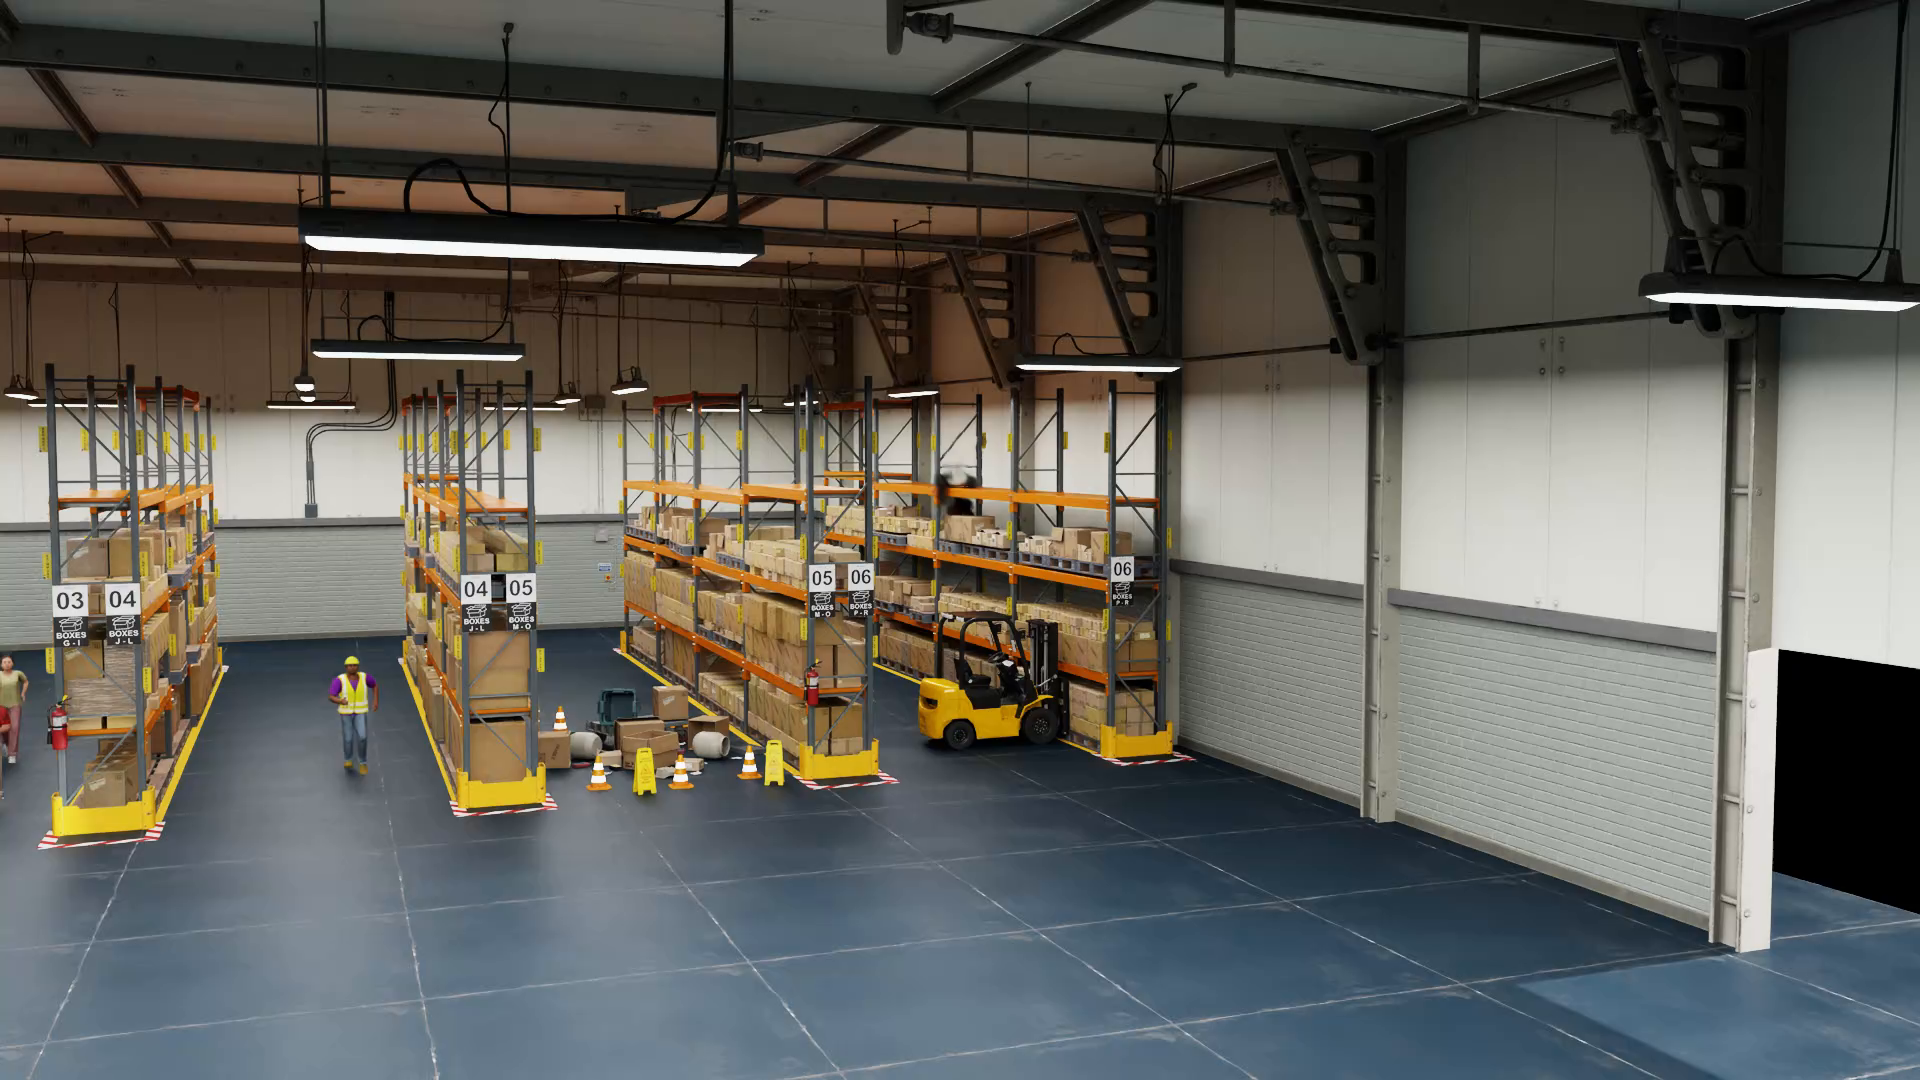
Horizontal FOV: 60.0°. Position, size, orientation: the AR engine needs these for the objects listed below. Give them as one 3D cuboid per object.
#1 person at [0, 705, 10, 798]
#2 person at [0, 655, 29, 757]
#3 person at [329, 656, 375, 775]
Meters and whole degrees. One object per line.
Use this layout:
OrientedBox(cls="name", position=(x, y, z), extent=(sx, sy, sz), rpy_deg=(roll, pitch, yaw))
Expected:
OrientedBox(cls="person", position=(-12.995, 2.955, 22.177), extent=(0.612, 1.567, 0.768), rpy_deg=(-2, 4, -25))
OrientedBox(cls="person", position=(-14.968, 2.590, 26.161), extent=(0.578, 1.578, 0.770), rpy_deg=(-2, 4, -32))
OrientedBox(cls="person", position=(-9.200, 2.667, 25.209), extent=(0.679, 1.840, 0.629), rpy_deg=(-1, 4, -24))
